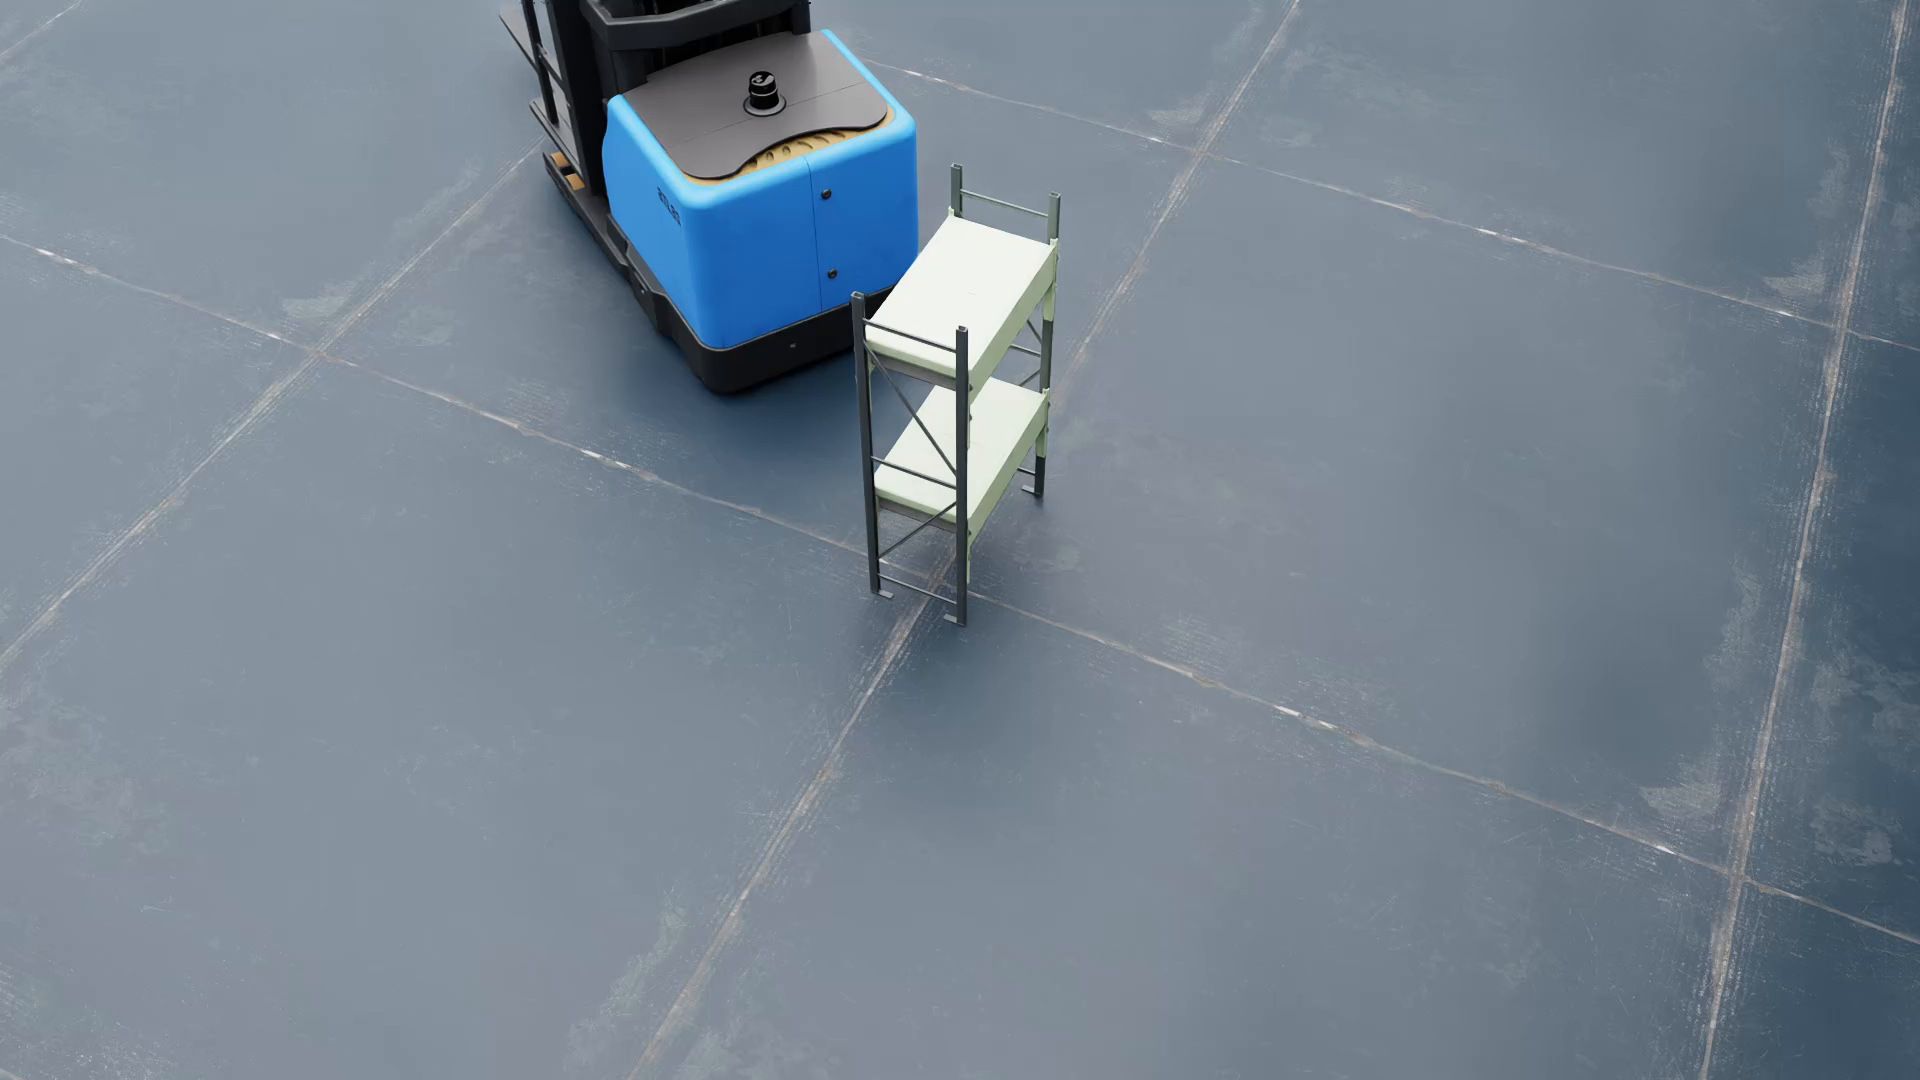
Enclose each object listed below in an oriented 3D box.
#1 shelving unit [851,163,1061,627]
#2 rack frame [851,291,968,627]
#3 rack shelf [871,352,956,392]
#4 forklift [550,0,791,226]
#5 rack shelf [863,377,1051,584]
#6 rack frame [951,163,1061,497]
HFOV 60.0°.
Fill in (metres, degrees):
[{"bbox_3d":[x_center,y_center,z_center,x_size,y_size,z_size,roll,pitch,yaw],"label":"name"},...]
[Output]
[{"bbox_3d":[6.291,-10.601,14.600,6.000,1.500,30.159,20,52,16],"label":"shelving unit"},{"bbox_3d":[-0.159,-0.229,5.776,0.400,1.500,0.023,20,52,16],"label":"rack frame"},{"bbox_3d":[-0.003,-0.781,5.638,0.332,0.071,0.664,20,52,16],"label":"rack shelf"},{"bbox_3d":[6.964,-17.397,15.452,32.329,9.011,23.333,-24,54,-19],"label":"forklift"},{"bbox_3d":[6.294,-10.318,14.945,6.000,0.609,30.141,20,52,16],"label":"rack shelf"},{"bbox_3d":[0.154,-0.733,6.204,0.400,1.500,0.023,20,52,16],"label":"rack frame"}]
